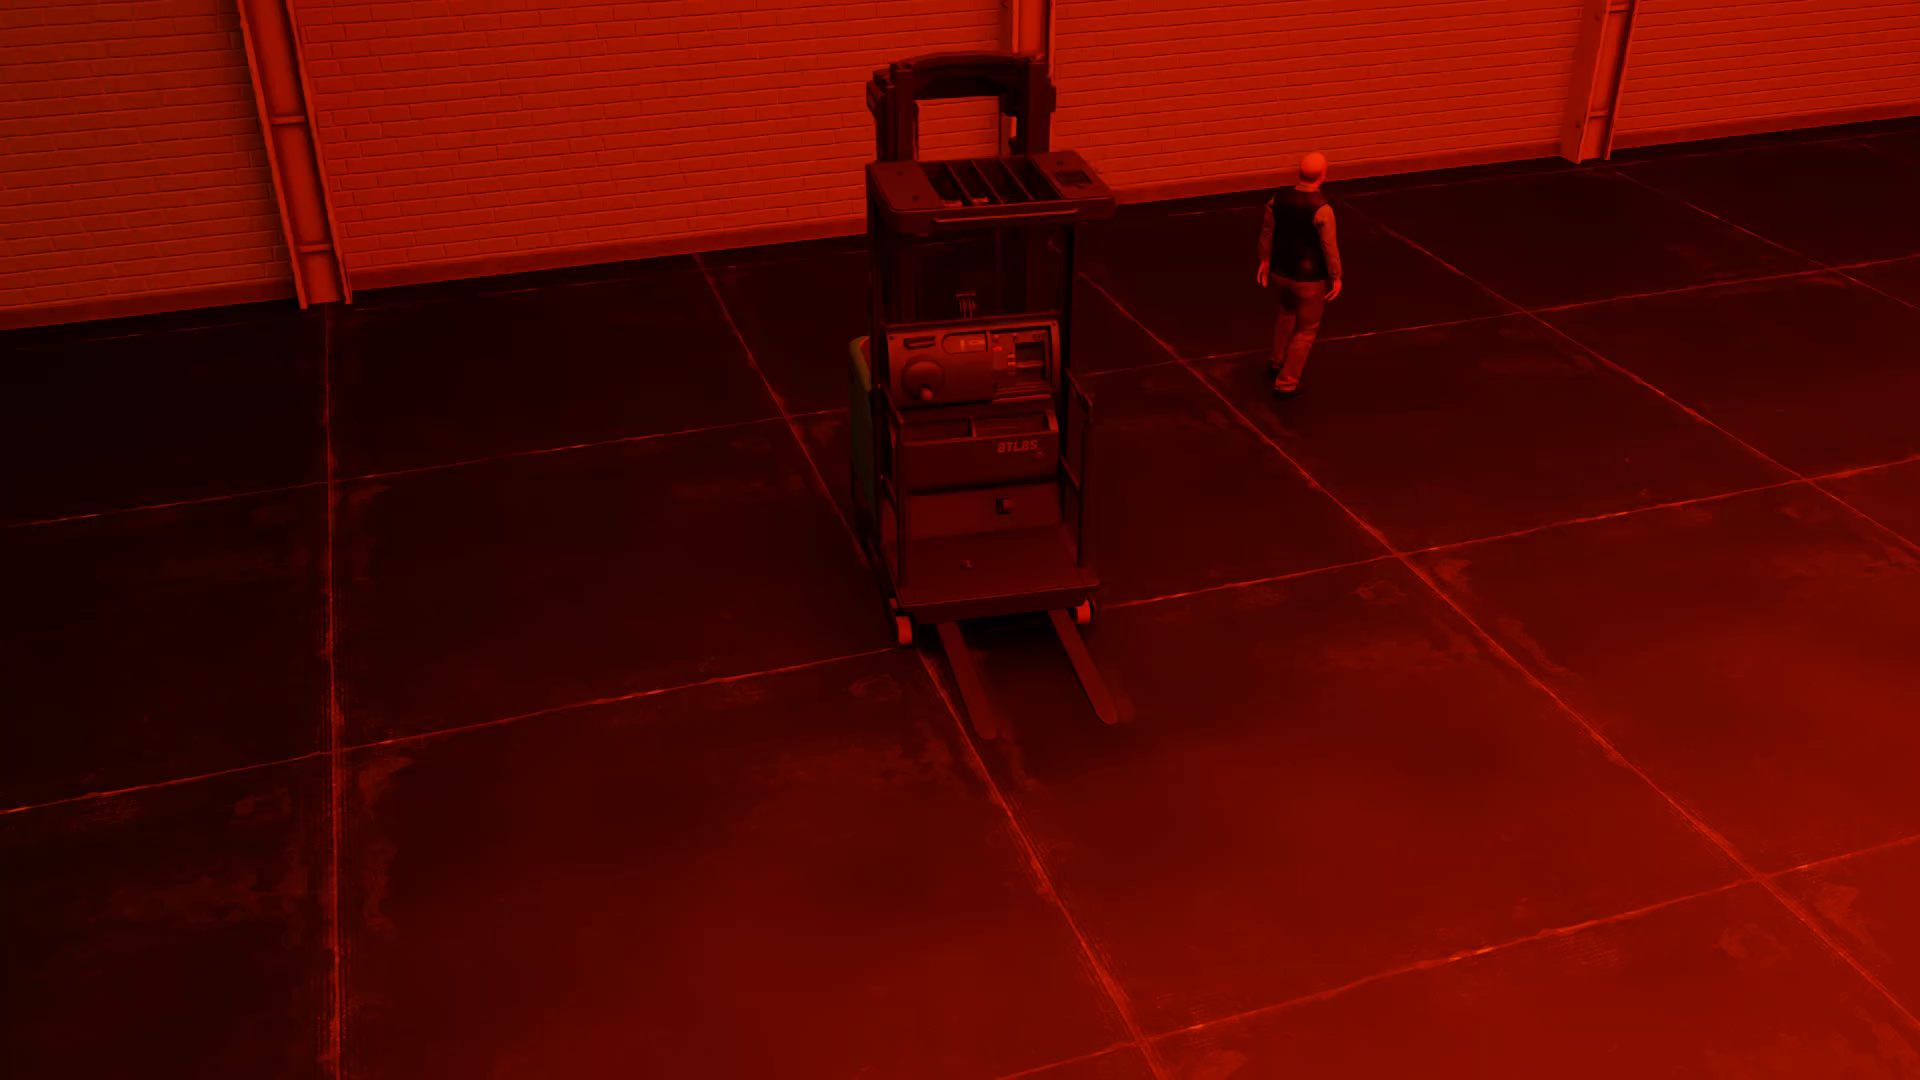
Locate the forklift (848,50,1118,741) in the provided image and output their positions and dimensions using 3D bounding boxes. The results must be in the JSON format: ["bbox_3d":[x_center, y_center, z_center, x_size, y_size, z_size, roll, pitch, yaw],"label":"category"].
[{"bbox_3d":[0.122,-0.898,8.648,1.130,2.935,3.031,-6,30,-10],"label":"forklift"}]

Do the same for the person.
[{"bbox_3d":[2.383,-1.825,11.556,0.540,1.765,0.631,-24,37,-35],"label":"person"}]
